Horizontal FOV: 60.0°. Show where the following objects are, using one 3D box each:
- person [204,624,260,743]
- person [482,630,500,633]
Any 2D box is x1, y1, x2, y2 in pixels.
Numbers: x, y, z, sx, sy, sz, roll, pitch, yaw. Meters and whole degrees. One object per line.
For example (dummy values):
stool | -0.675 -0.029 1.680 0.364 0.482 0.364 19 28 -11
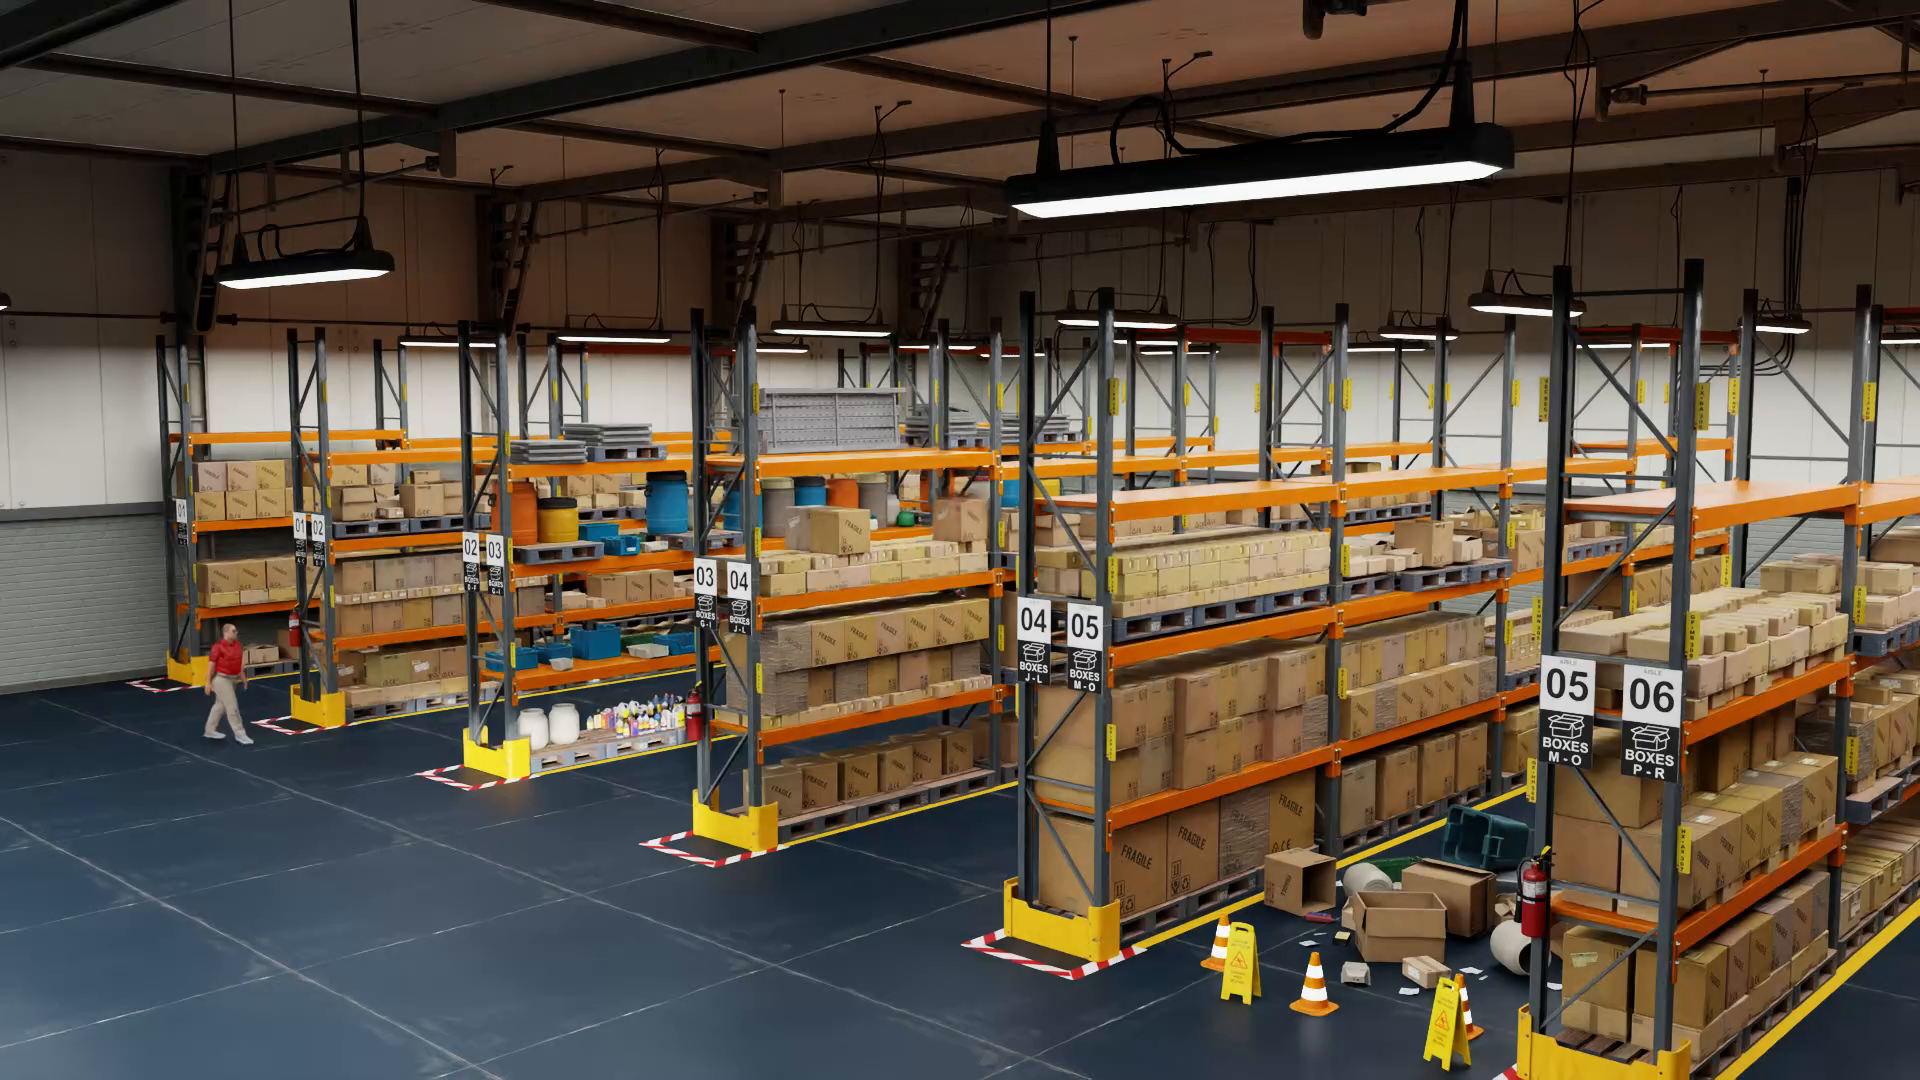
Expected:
person | -10.527 2.051 24.059 0.935 1.680 0.558 0 5 5
person | -8.616 1.474 30.856 0.569 1.626 0.533 4 7 36
